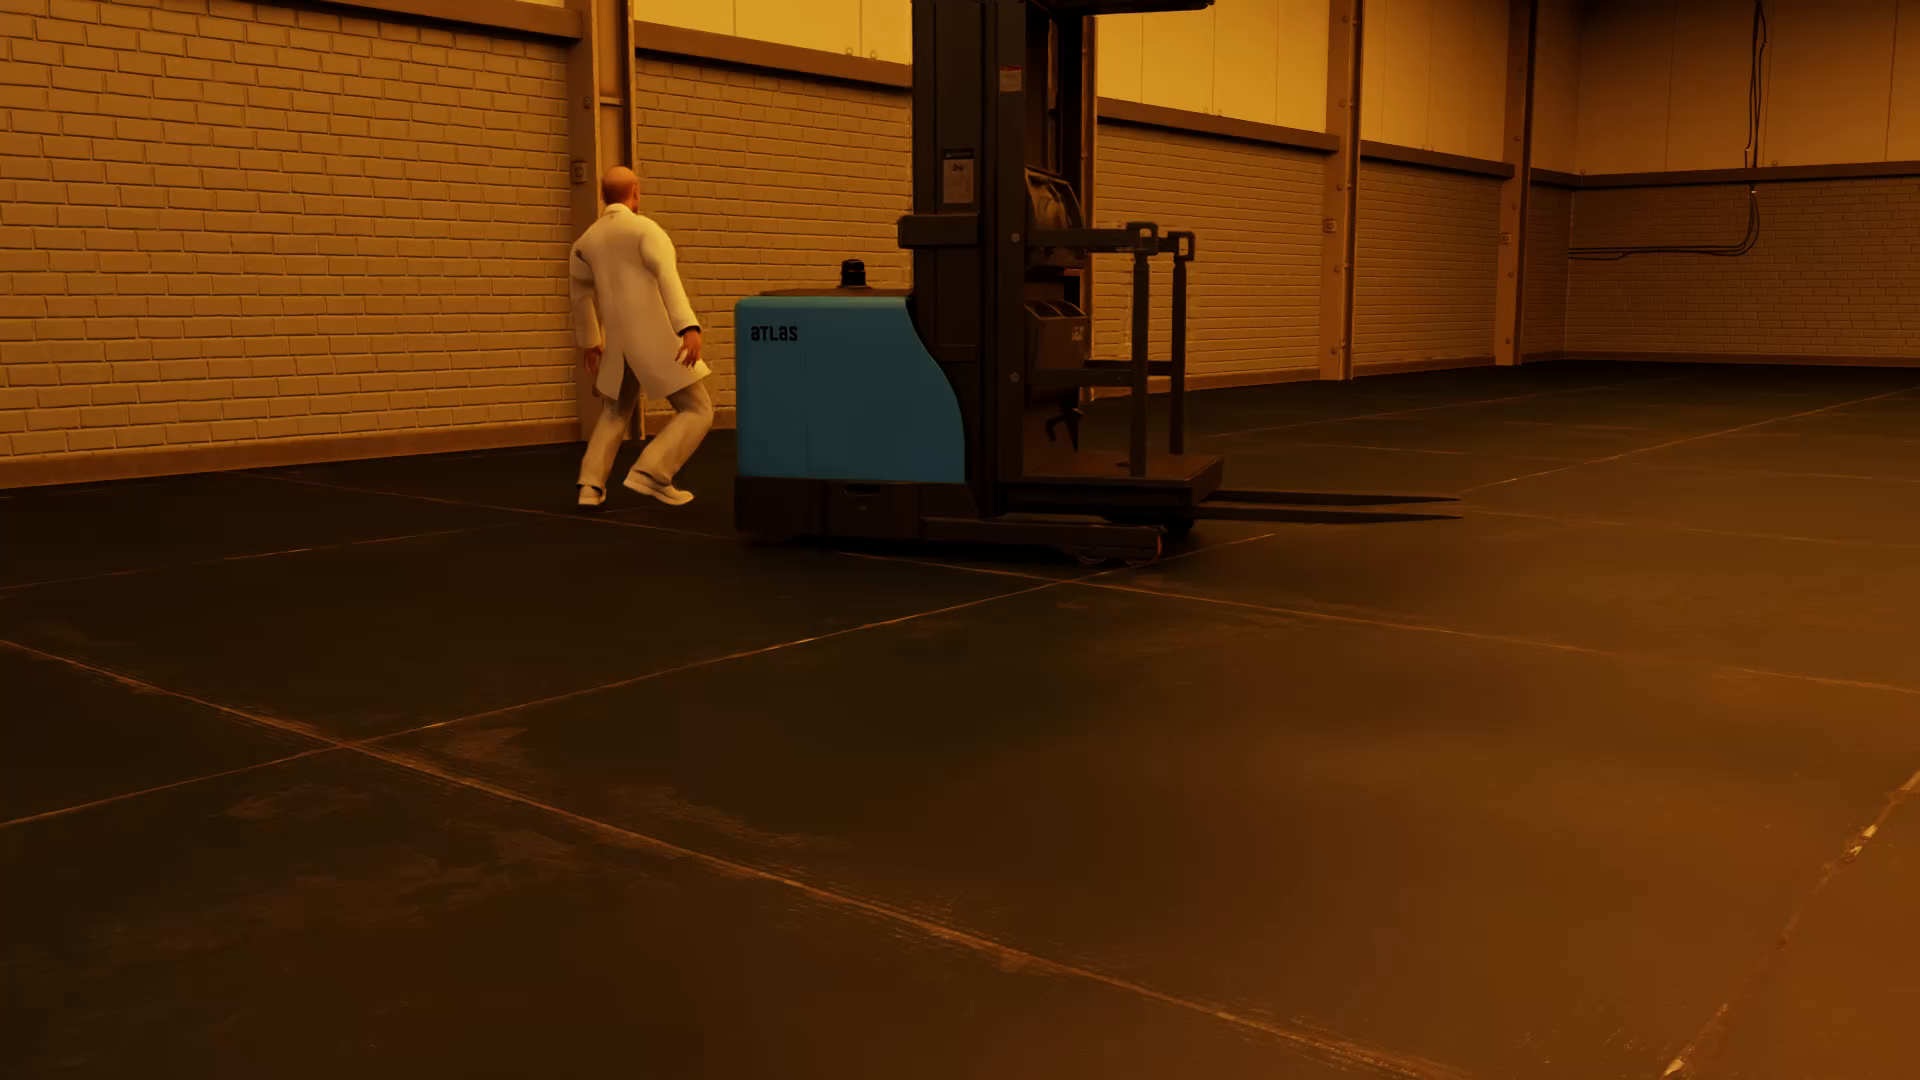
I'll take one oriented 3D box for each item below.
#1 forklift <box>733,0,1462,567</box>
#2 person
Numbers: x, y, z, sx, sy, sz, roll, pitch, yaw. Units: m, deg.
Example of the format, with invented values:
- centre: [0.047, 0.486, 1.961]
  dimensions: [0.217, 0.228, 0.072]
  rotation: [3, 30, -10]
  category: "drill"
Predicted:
- centre: [0.596, -1.427, 7.036]
  dimensions: [3.031, 2.935, 1.130]
  rotation: [2, 9, 16]
  category: "forklift"
- centre: [-1.563, -0.988, 8.146]
  dimensions: [0.942, 1.658, 0.572]
  rotation: [6, 10, 37]
  category: "person"
